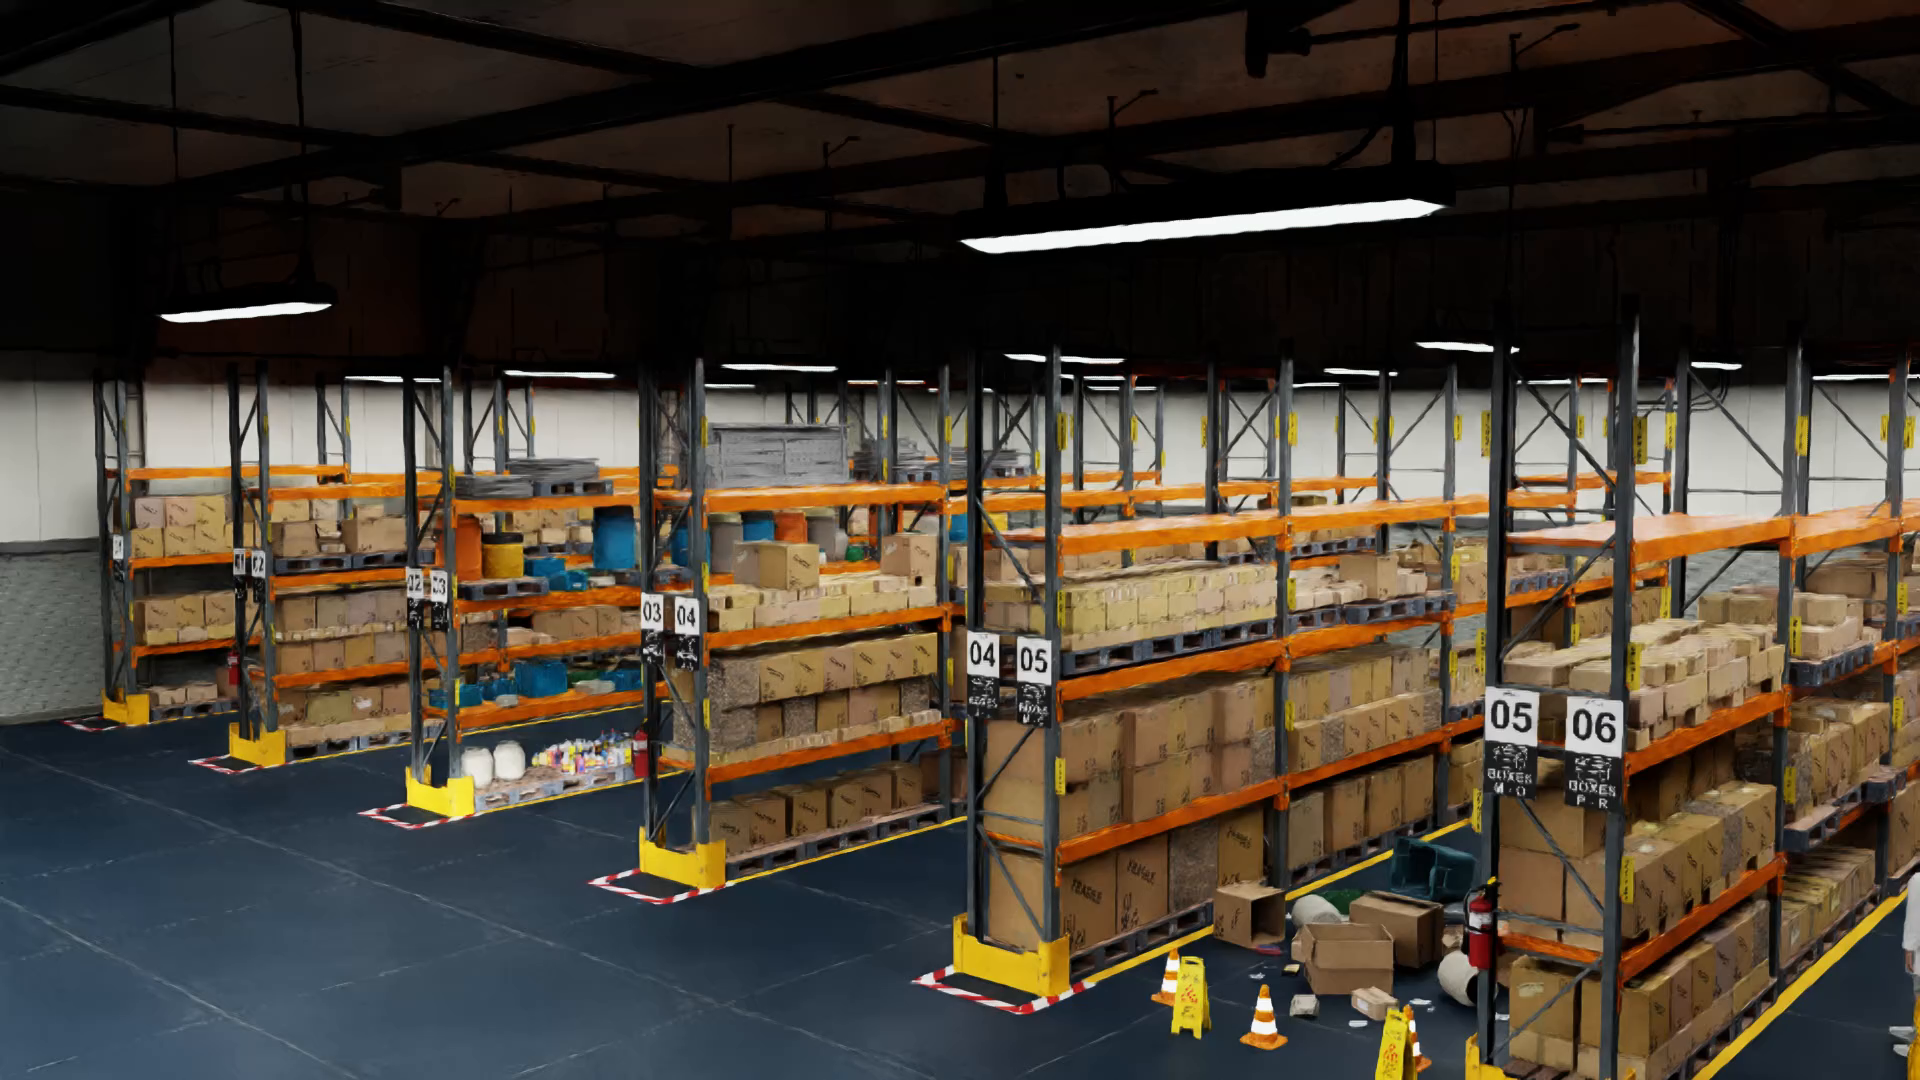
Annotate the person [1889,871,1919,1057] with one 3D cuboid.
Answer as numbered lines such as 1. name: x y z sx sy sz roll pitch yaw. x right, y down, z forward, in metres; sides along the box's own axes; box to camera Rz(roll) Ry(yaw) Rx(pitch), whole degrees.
1. person: 7.850 3.357 13.461 0.678 1.554 0.480 -2 5 -23
